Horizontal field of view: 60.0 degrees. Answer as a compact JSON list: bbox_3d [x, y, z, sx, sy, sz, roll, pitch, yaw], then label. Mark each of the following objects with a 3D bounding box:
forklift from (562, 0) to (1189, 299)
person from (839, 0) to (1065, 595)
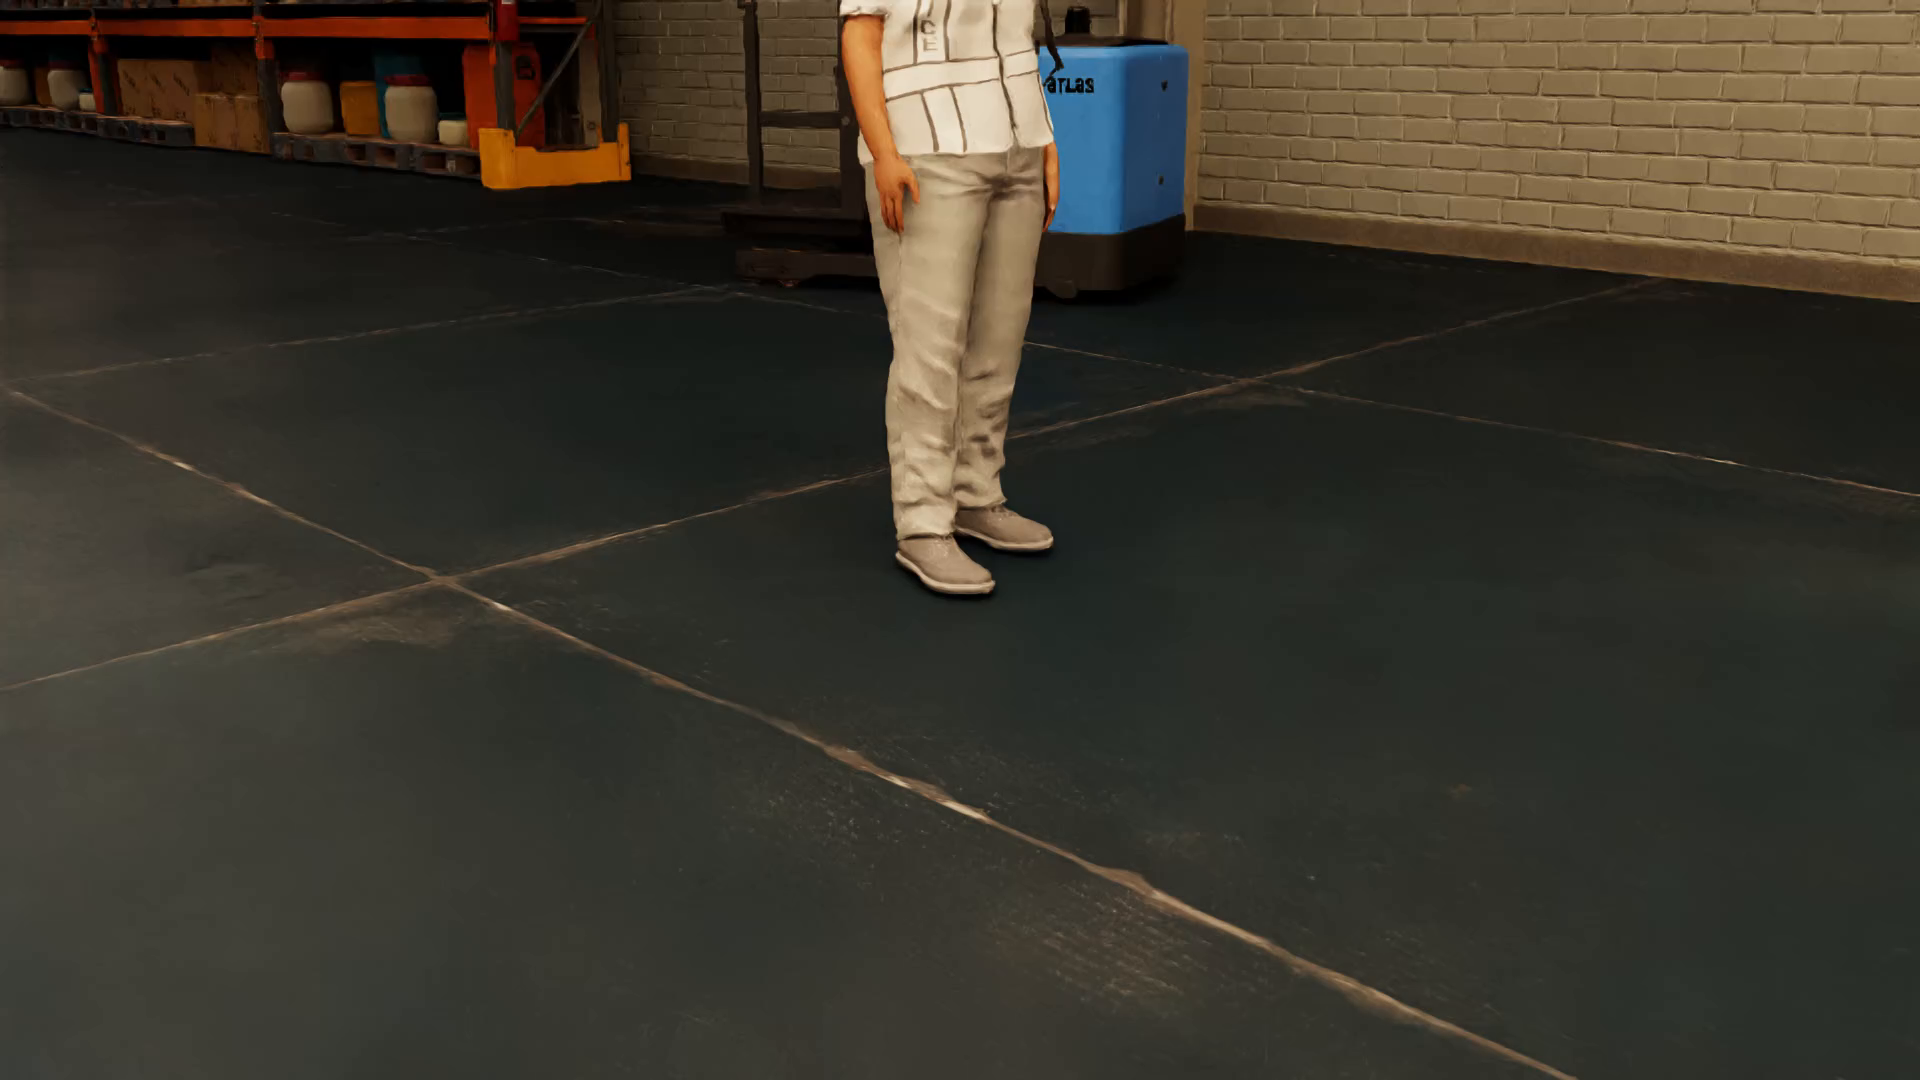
[{"bbox_3d":[-0.494,-2.710,7.709,3.031,2.935,1.130,8,19,23],"label":"forklift"},{"bbox_3d":[0.039,-0.783,3.580,0.529,1.669,0.598,16,23,42],"label":"person"}]
